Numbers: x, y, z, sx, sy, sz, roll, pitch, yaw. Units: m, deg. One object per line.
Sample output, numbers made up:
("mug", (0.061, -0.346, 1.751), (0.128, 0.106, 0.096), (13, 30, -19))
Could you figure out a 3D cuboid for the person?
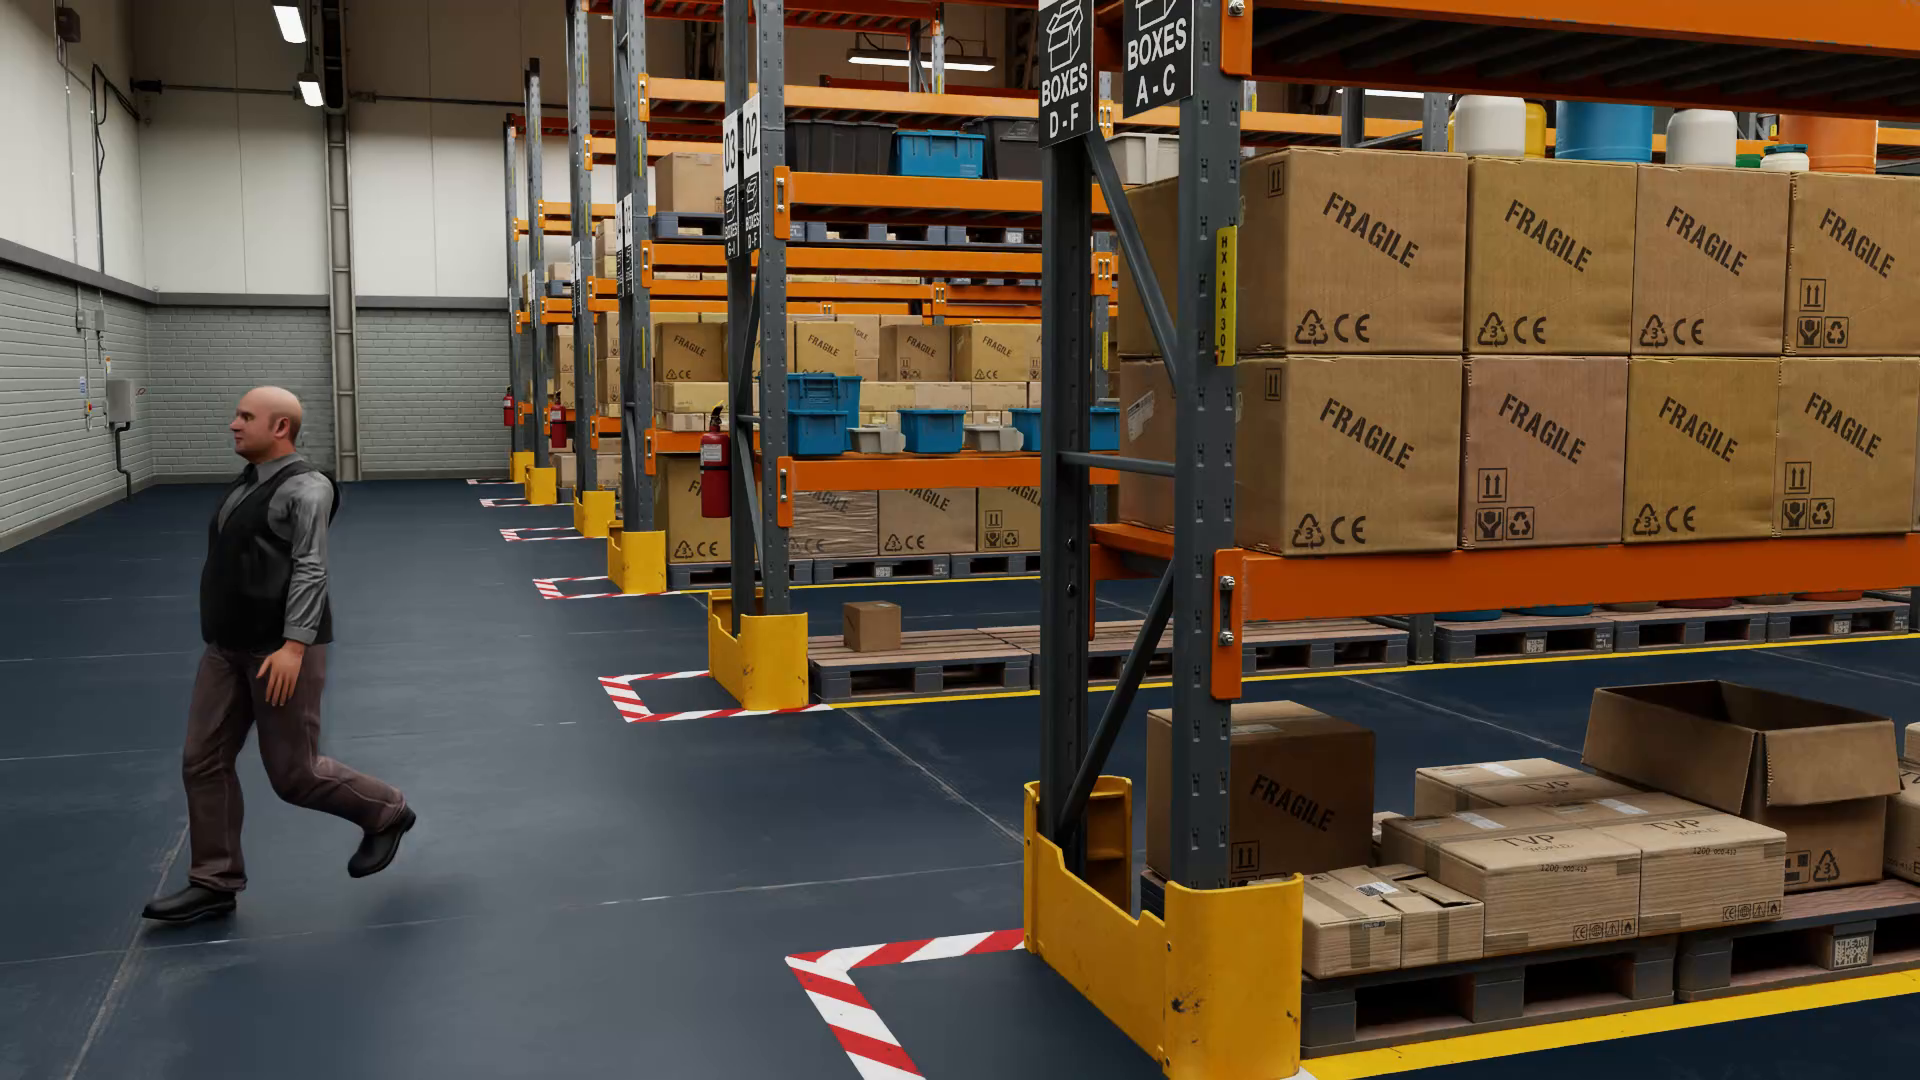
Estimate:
("person", (-2.222, 0.356, 5.404), (0.547, 1.698, 0.836), (4, 7, 37))
